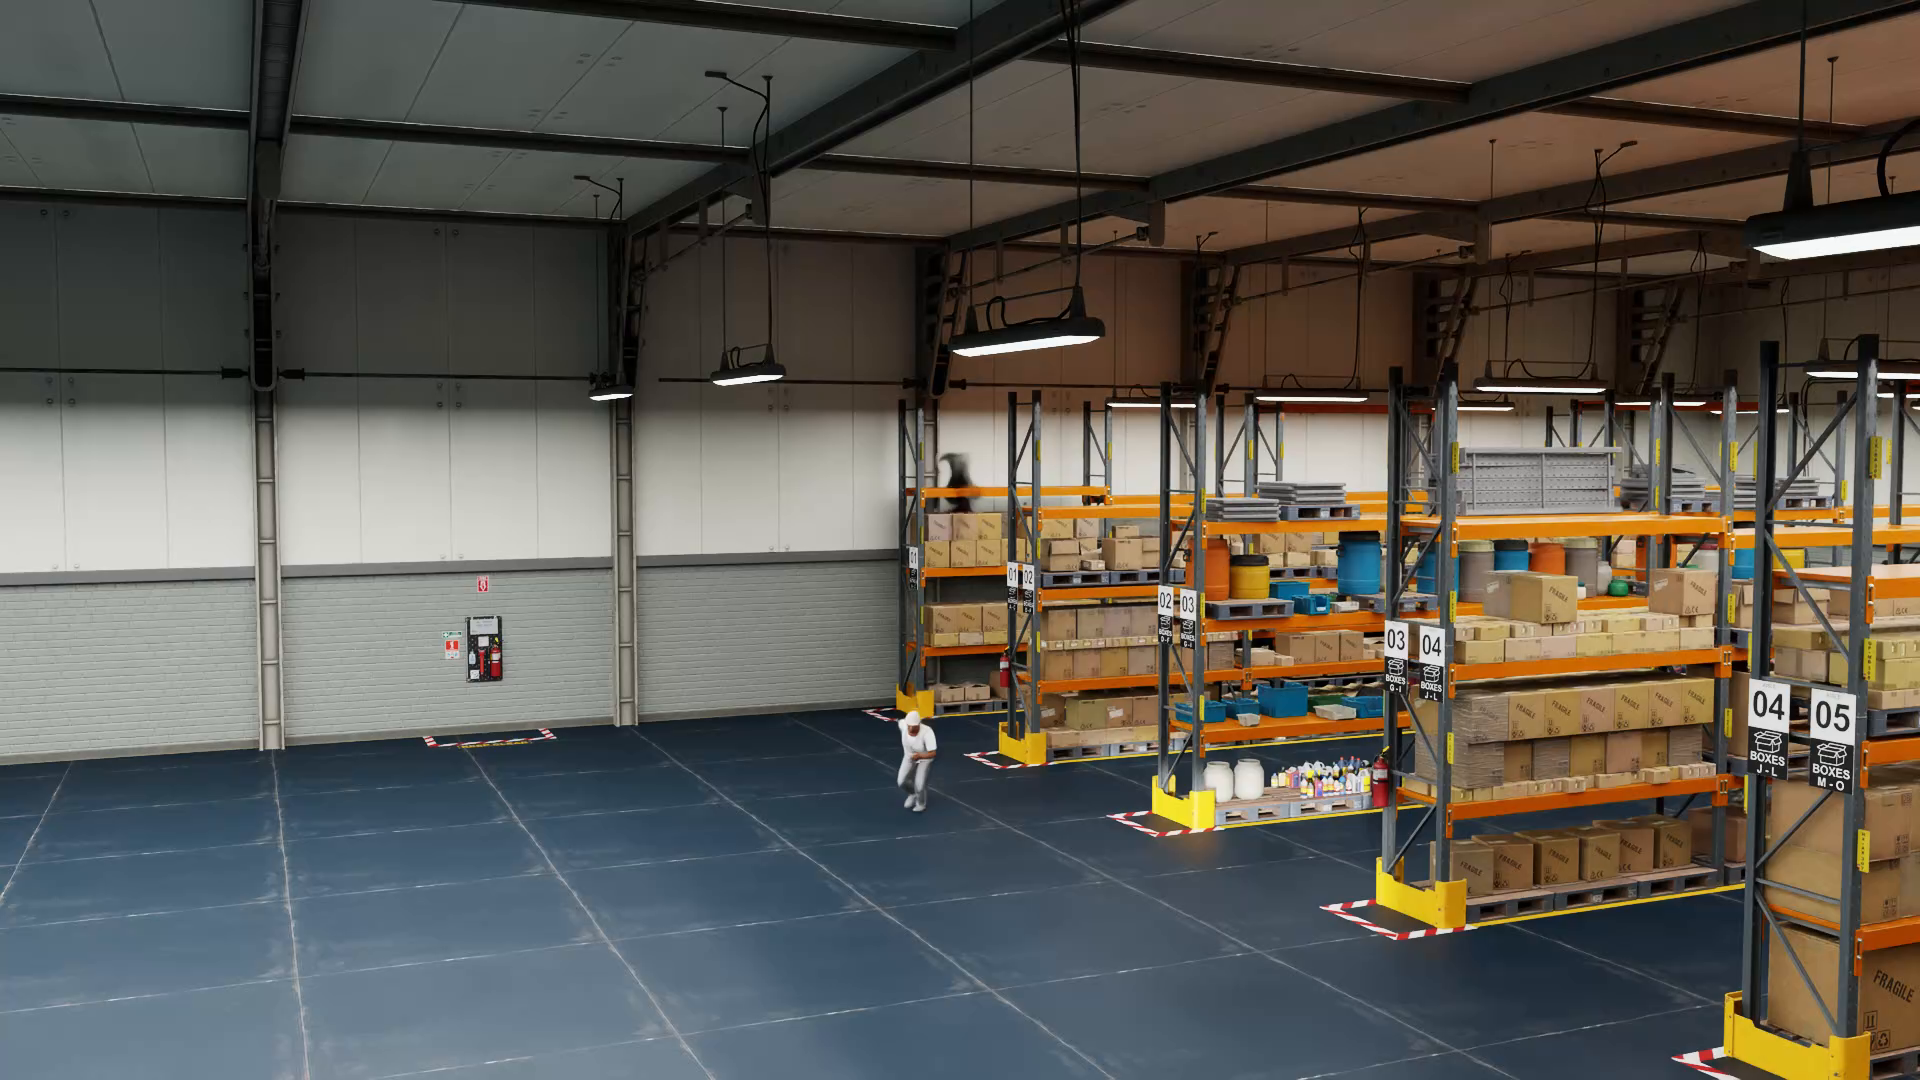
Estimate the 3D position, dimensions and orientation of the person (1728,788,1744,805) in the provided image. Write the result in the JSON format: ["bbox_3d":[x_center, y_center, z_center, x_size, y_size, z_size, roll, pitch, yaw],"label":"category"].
[{"bbox_3d":[10.785,2.940,22.947,0.724,1.720,0.666,-1,3,-10],"label":"person"}]

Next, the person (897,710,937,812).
[{"bbox_3d":[-0.610,3.048,22.905,0.735,1.510,1.008,1,4,21],"label":"person"}]
